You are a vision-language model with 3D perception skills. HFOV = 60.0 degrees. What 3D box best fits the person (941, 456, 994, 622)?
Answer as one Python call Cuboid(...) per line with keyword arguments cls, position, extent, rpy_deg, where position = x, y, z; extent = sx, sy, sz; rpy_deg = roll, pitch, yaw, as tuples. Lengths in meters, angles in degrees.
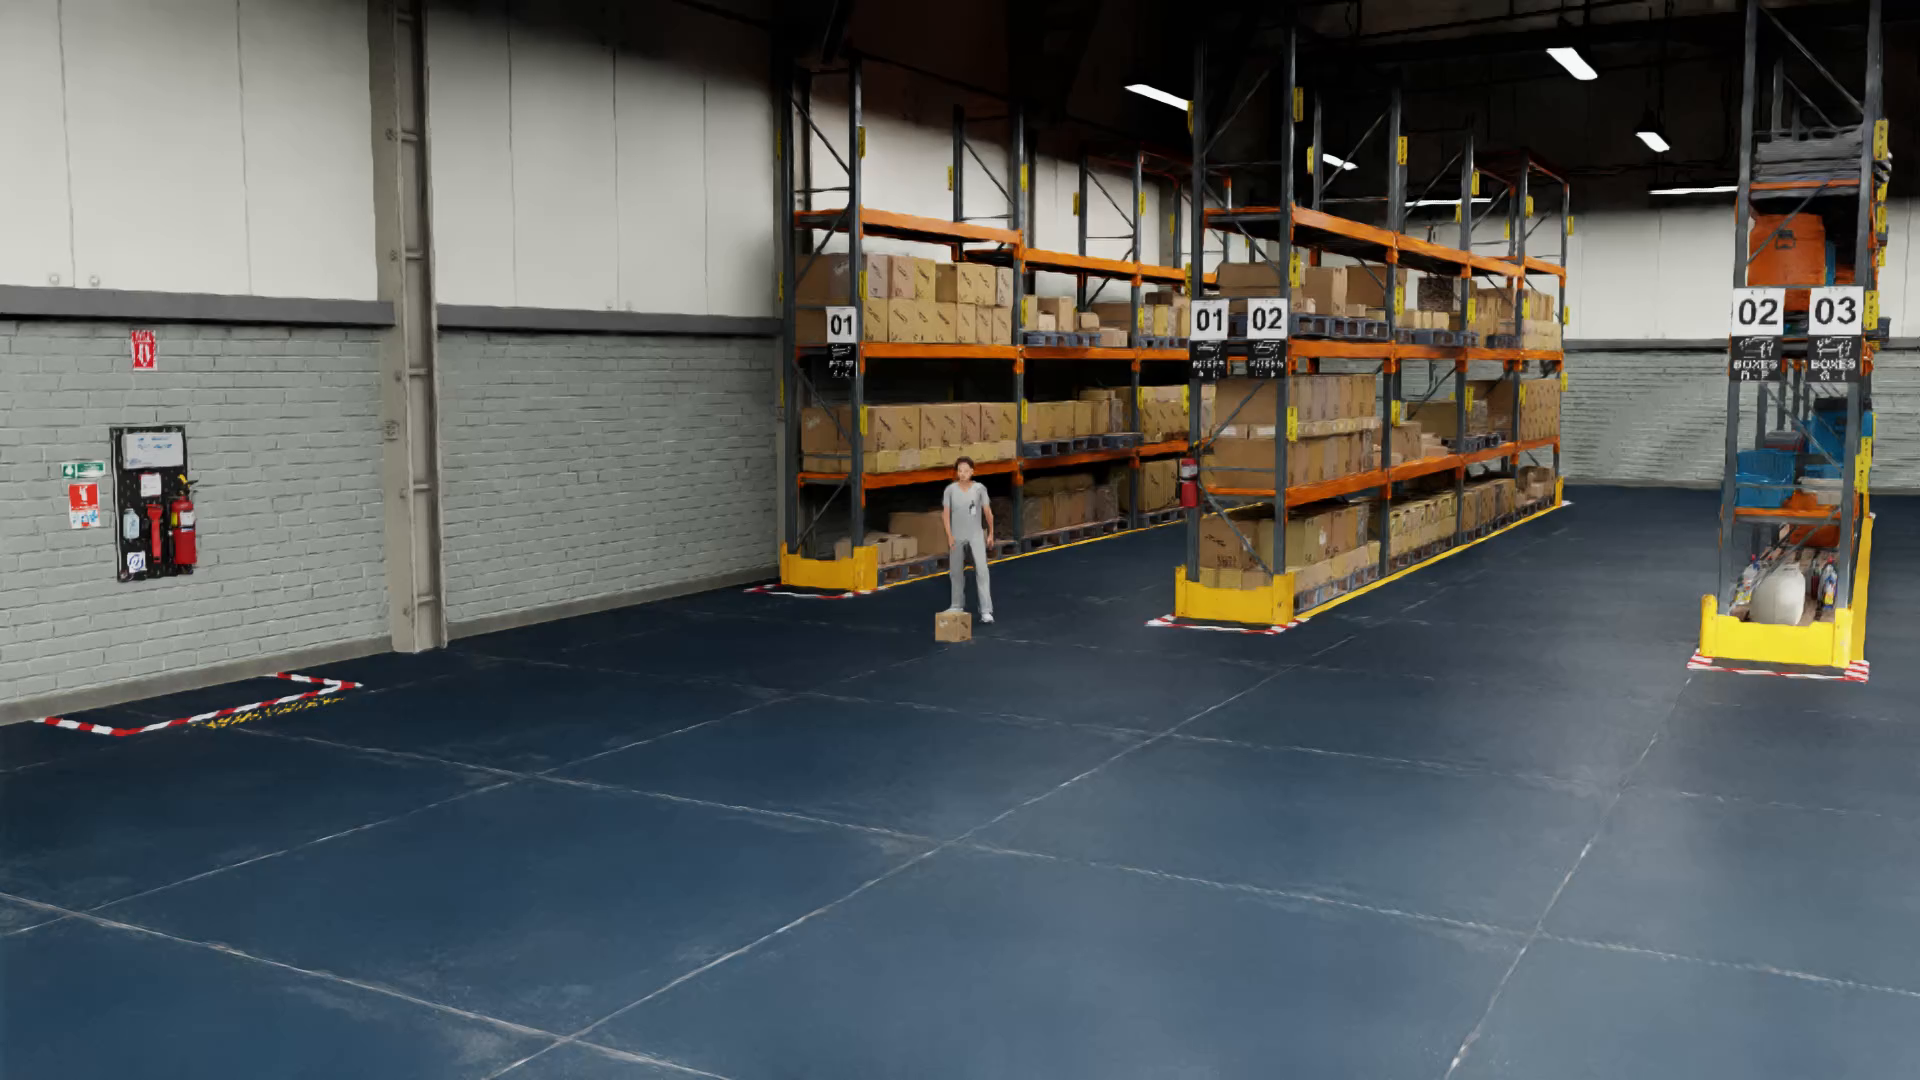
Cuboid(cls="person", position=(0.096, -0.025, 16.628), extent=(0.559, 1.640, 0.721), rpy_deg=(1, 6, 7))
